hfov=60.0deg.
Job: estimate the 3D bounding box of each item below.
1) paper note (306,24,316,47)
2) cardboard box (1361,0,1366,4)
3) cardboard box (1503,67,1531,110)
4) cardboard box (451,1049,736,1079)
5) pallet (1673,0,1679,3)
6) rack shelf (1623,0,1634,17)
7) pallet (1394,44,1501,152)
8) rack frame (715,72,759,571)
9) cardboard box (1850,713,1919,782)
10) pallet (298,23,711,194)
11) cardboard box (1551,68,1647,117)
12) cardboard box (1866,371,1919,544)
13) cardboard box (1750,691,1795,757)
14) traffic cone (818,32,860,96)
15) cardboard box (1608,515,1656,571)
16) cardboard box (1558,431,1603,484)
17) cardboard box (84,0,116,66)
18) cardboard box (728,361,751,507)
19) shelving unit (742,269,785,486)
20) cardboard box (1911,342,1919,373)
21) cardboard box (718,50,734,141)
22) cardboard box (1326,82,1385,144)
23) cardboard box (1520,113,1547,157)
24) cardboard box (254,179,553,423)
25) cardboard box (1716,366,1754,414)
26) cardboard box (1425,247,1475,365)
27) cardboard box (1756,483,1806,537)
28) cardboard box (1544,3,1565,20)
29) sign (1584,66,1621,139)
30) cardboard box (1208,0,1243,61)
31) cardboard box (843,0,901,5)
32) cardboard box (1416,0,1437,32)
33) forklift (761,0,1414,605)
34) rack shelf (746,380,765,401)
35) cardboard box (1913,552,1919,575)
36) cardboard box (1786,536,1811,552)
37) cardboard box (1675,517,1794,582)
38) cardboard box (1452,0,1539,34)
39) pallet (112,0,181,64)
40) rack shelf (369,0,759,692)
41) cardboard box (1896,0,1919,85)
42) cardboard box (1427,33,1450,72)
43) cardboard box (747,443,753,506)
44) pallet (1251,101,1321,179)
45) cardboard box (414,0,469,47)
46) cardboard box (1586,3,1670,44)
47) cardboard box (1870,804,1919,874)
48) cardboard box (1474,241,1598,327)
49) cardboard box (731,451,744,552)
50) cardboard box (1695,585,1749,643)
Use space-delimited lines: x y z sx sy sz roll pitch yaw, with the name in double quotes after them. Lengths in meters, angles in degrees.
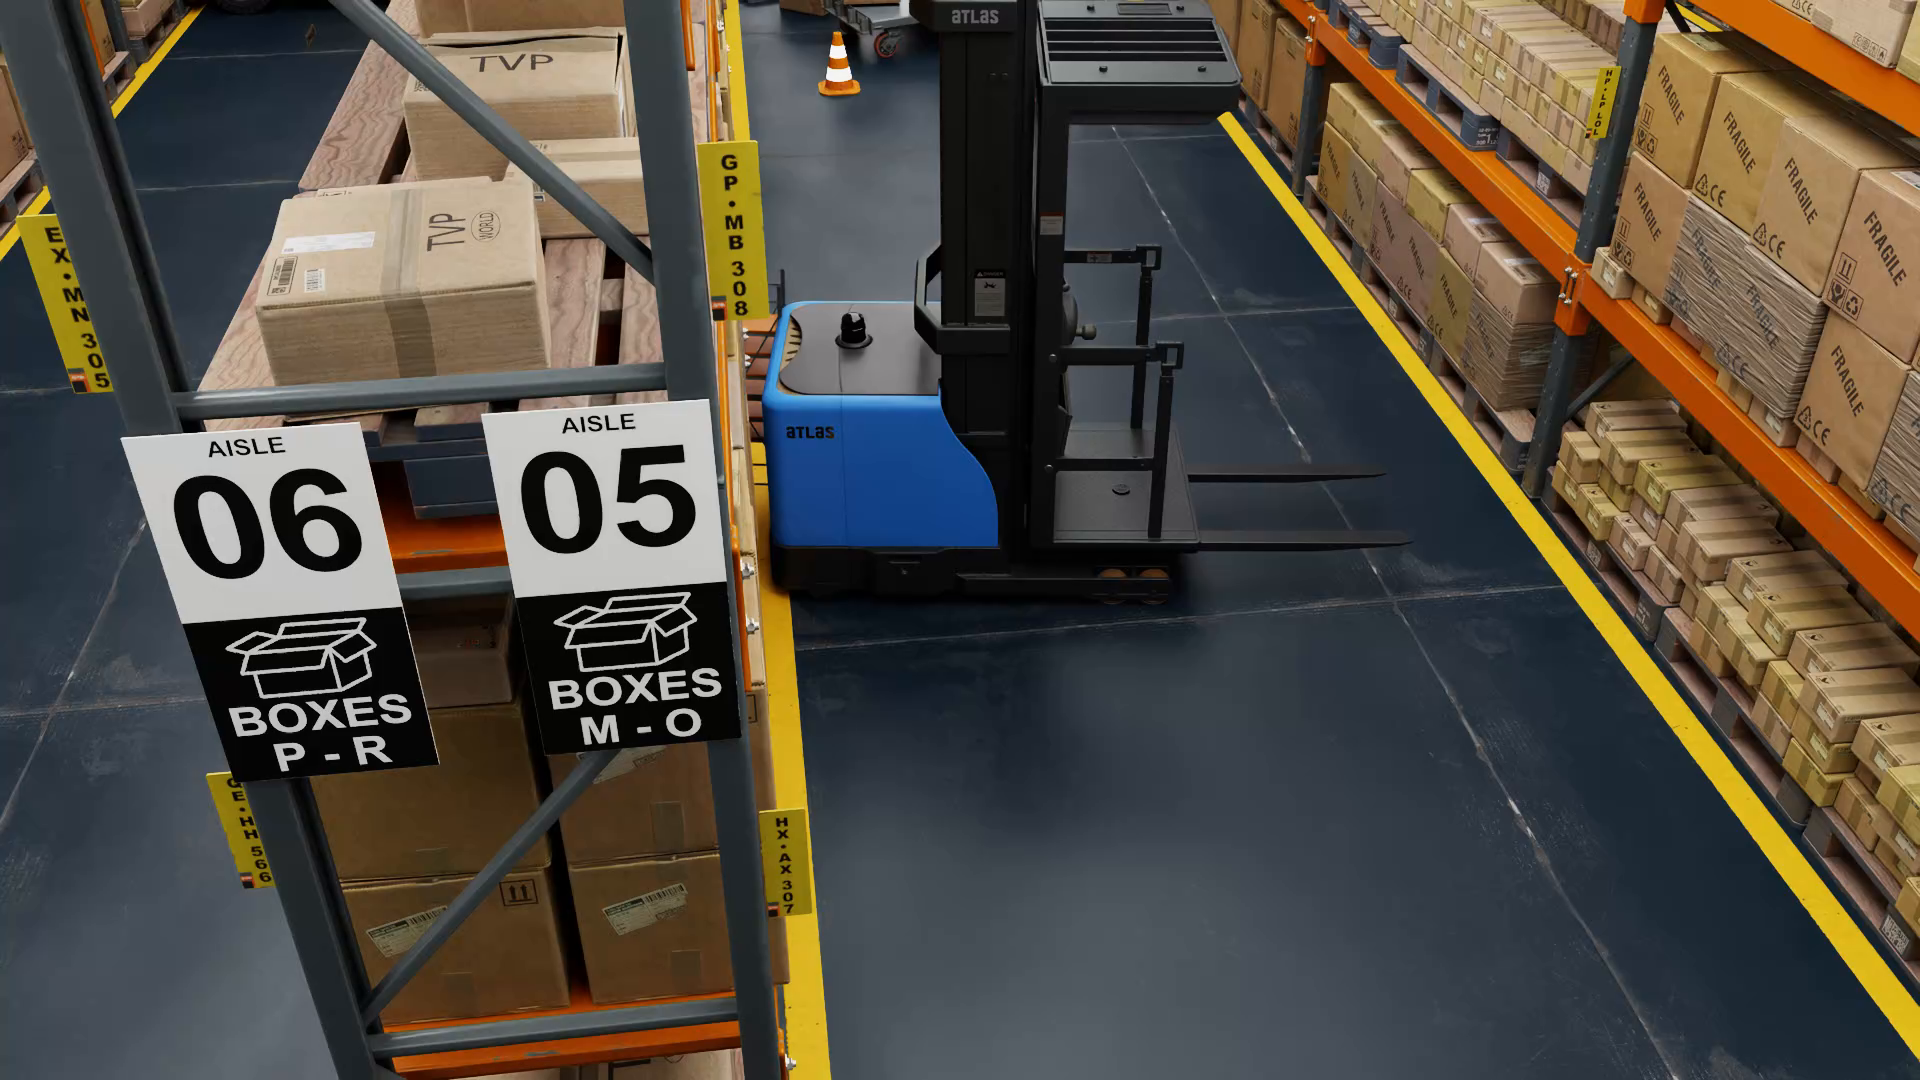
-1.796 -1.395 4.593 0.006 0.032 0.123 -4 35 -6 "paper note"
2.739 -3.552 10.649 0.380 0.149 0.250 -5 35 -7 "cardboard box"
3.060 -2.353 8.625 0.380 0.149 0.250 -5 35 -8 "cardboard box"
-1.124 1.673 5.034 0.875 0.438 0.875 -5 35 -8 "cardboard box"
7.144 -5.519 16.161 1.003 0.211 1.213 -4 35 -6 "pallet"
3.148 -3.574 8.806 1.077 0.370 4.000 -4 35 -6 "rack shelf"
3.186 -2.567 9.523 1.003 0.211 1.213 -4 35 -6 "pallet"
-1.474 -1.084 7.177 1.000 3.000 0.127 -4 35 -6 "rack frame"
3.523 0.770 6.086 0.380 0.149 0.250 -6 35 -8 "cardboard box"
-1.214 -1.150 4.689 1.003 0.211 1.213 -4 35 -6 "pallet"
3.133 -2.190 8.122 0.380 0.149 0.250 -5 35 -8 "cardboard box"
3.498 -0.249 5.598 0.500 0.500 0.500 -4 35 -6 "cardboard box"
3.433 0.725 6.681 0.380 0.149 0.250 -4 34 -5 "cardboard box"
-0.996 -3.914 13.583 0.336 0.463 0.334 -4 35 -6 "traffic cone"
3.268 0.000 7.745 0.380 0.149 0.250 -5 35 -7 "cardboard box"
3.149 -0.407 8.078 0.380 0.149 0.250 -3 34 -4 "cardboard box"
-7.387 -4.072 13.298 0.875 0.625 0.625 -3 34 -4 "cardboard box"
-0.872 -0.170 4.860 0.500 0.500 0.500 -5 35 -7 "cardboard box"
-0.986 -0.758 8.238 0.258 1.200 0.189 2 35 -1 "shelving unit"
3.500 -0.669 5.328 0.500 0.500 0.500 -3 34 -4 "cardboard box"
-1.249 -1.806 7.260 0.500 0.500 0.500 -4 34 -6 "cardboard box"
2.732 -2.795 10.868 0.500 0.250 0.500 -6 35 -9 "cardboard box"
3.100 -2.076 8.483 0.380 0.149 0.250 -4 35 -7 "cardboard box"
-1.086 -0.489 3.311 0.500 0.250 0.500 -7 35 -11 "cardboard box"
3.327 -0.648 6.760 0.380 0.149 0.250 -4 34 -5 "cardboard box"
2.999 -1.336 9.394 0.500 0.500 0.500 -5 35 -8 "cardboard box"
3.795 -0.149 7.436 0.380 0.149 0.250 -3 34 -5 "cardboard box"
3.572 -2.979 9.544 0.380 0.149 0.250 -4 34 -5 "cardboard box"
2.868 -1.950 7.419 0.100 0.325 0.005 -4 35 -6 "sign"
2.640 -4.345 13.587 1.050 0.750 0.750 -4 35 -6 "cardboard box"
-0.791 -4.980 14.441 0.500 0.500 0.500 -4 35 -6 "cardboard box"
2.890 -3.075 9.685 0.380 0.149 0.250 -4 35 -6 "cardboard box"
0.629 -1.210 7.423 3.031 2.935 1.130 0 34 0 "forklift"
-0.987 -0.722 8.264 0.258 0.103 0.180 2 35 -1 "rack shelf"
3.522 0.090 5.678 0.380 0.149 0.250 -6 35 -8 "cardboard box"
3.867 0.104 7.328 0.380 0.149 0.250 -4 34 -5 "cardboard box"
3.330 0.039 7.160 0.380 0.149 0.250 -4 34 -5 "cardboard box"
2.957 -2.918 9.190 0.380 0.149 0.250 -5 35 -7 "cardboard box"
-7.534 -4.465 14.614 1.003 0.211 1.213 -4 35 -6 "pallet"
-1.206 -0.910 4.897 1.077 0.370 4.000 -4 35 -6 "rack shelf"
3.411 -1.552 5.333 0.500 0.250 0.500 -3 34 -4 "cardboard box"
2.919 -2.812 9.564 0.380 0.149 0.250 -4 34 -6 "cardboard box"
-0.947 -0.026 5.536 0.500 0.500 0.500 -3 34 -5 "cardboard box"
2.848 -3.041 12.525 1.003 0.211 1.213 -4 35 -6 "pallet"
-1.261 -1.831 5.056 0.797 0.503 0.637 -2 34 -3 "cardboard box"
3.645 -2.807 9.027 0.380 0.149 0.250 -3 34 -5 "cardboard box"
3.530 1.036 5.961 0.380 0.149 0.250 -6 35 -8 "cardboard box"
3.066 -1.362 8.766 0.500 0.250 0.500 -5 35 -8 "cardboard box"
-0.737 -0.088 4.163 0.380 0.149 0.250 -3 34 -5 "cardboard box"
3.358 0.312 7.023 0.380 0.149 0.250 -5 35 -7 "cardboard box"
